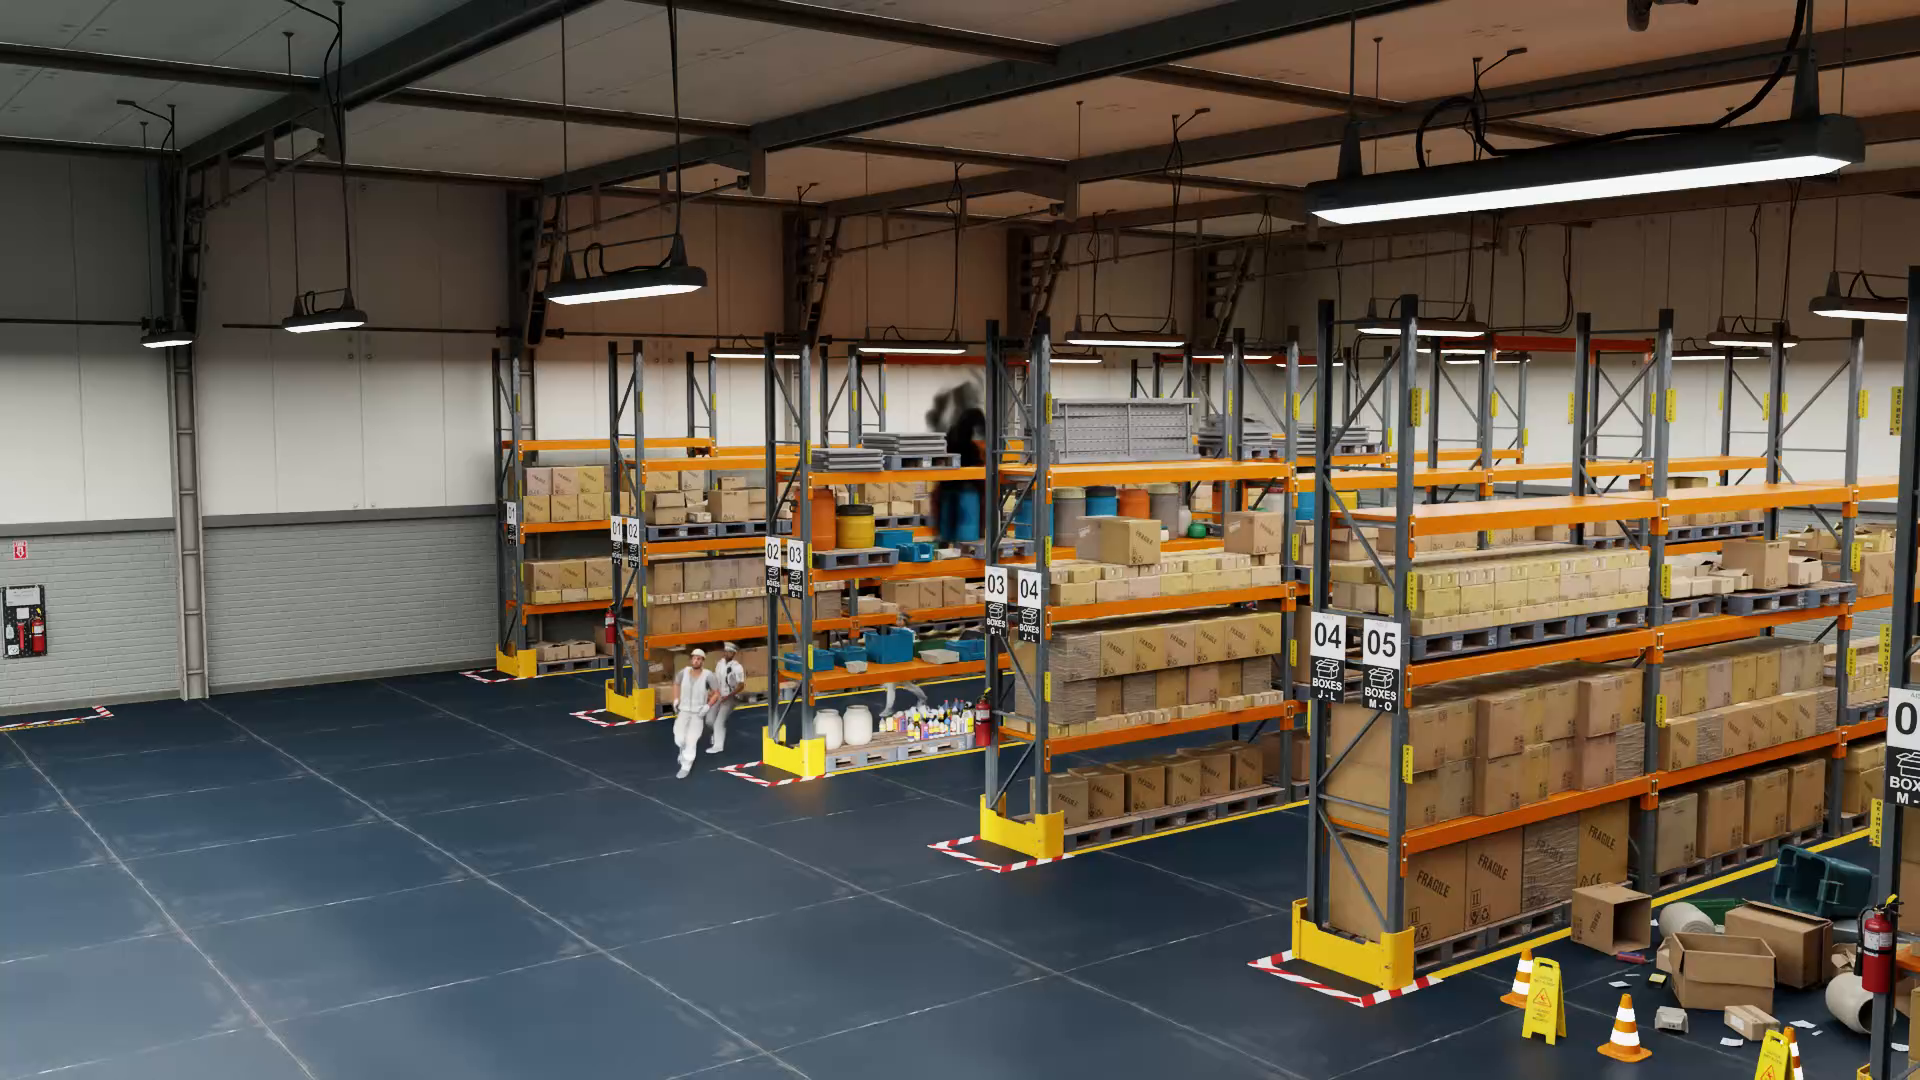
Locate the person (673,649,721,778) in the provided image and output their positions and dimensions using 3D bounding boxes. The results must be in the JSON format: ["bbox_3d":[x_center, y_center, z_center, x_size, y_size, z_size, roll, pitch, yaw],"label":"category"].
[{"bbox_3d":[-3.580,2.336,22.559,0.678,1.753,0.570,0,5,5],"label":"person"}]

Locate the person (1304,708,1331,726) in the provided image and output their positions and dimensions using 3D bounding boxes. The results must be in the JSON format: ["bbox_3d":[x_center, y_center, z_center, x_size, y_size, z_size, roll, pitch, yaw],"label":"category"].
[{"bbox_3d":[5.284,2.168,24.218,1.049,1.670,0.704,-4,6,-36],"label":"person"}]

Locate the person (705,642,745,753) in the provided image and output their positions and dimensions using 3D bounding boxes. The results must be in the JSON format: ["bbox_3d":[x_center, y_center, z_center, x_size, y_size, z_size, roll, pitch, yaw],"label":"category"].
[{"bbox_3d":[-3.393,2.263,23.826,0.612,1.623,0.499,2,6,26],"label":"person"}]

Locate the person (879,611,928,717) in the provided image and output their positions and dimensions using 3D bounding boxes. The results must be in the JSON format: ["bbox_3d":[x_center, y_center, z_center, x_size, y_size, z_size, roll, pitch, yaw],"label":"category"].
[{"bbox_3d":[-0.930,1.965,26.664,0.936,1.671,0.616,-5,7,-45],"label":"person"}]
